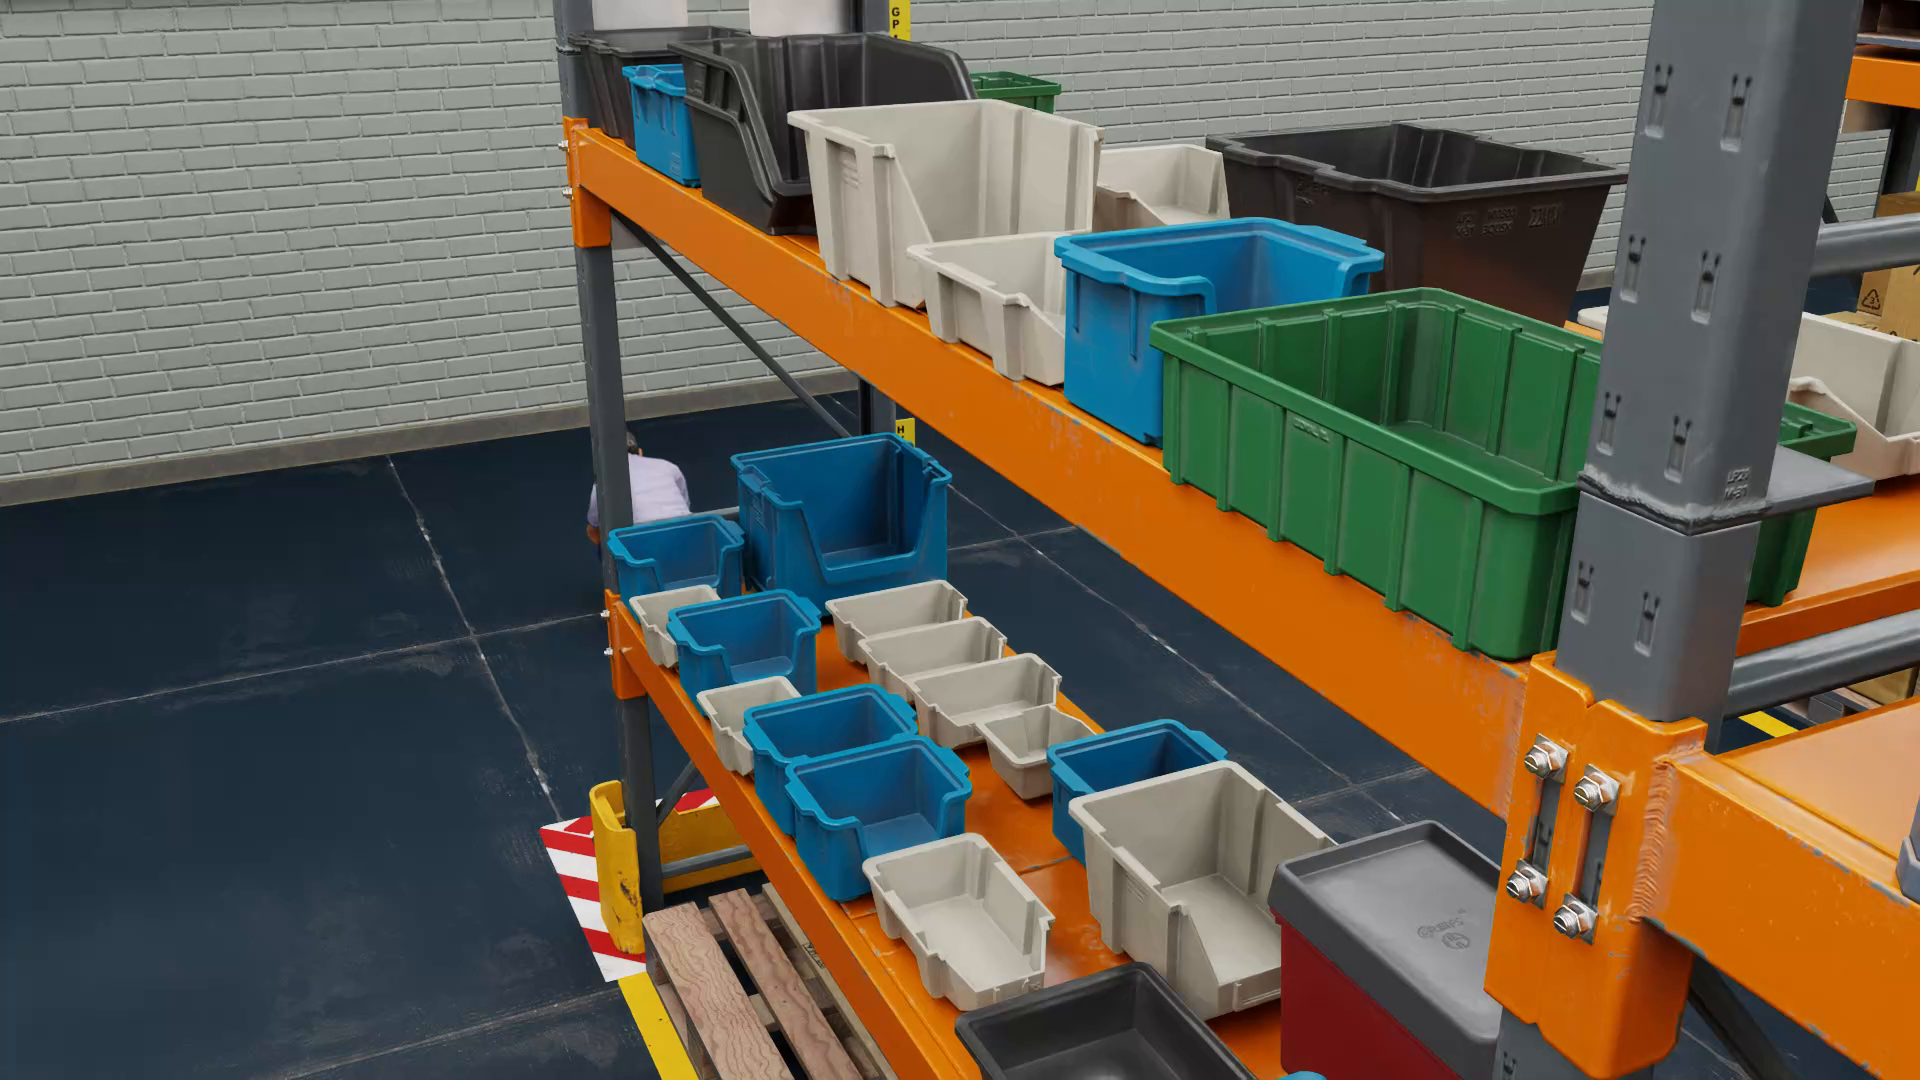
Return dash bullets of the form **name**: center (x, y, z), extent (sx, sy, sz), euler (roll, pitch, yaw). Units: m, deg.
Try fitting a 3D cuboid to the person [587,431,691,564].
- **person**: center (-1.526, -0.031, 8.156), extent (0.532, 0.923, 0.810), euler (-10, 24, -23)
